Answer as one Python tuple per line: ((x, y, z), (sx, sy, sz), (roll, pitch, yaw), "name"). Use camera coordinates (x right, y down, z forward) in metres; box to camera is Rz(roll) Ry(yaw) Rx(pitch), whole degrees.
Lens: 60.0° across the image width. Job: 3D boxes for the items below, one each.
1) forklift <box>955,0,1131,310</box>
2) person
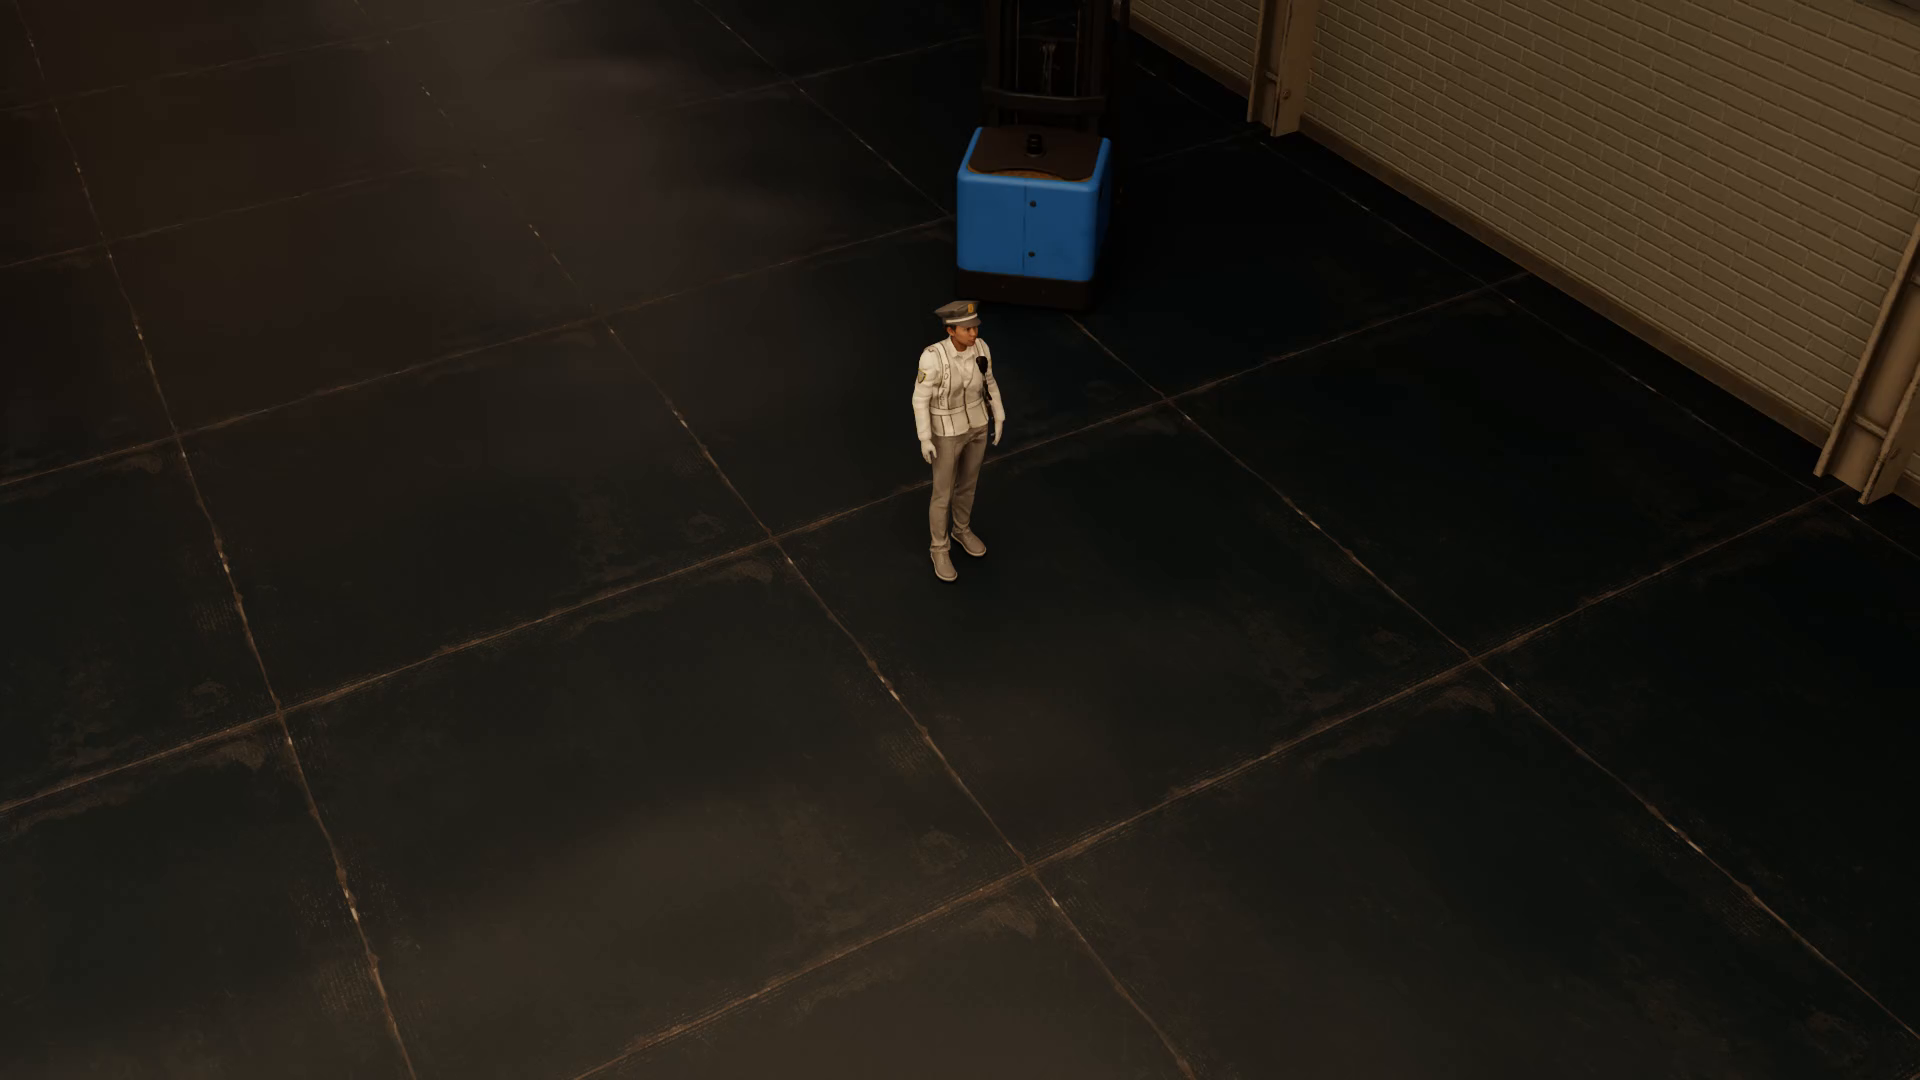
((0.746, -3.765, 12.575), (1.130, 2.935, 3.031), (7, 40, 8), "forklift")
((0.028, -0.618, 9.738), (0.586, 1.694, 0.531), (-20, 44, -23), "person")
